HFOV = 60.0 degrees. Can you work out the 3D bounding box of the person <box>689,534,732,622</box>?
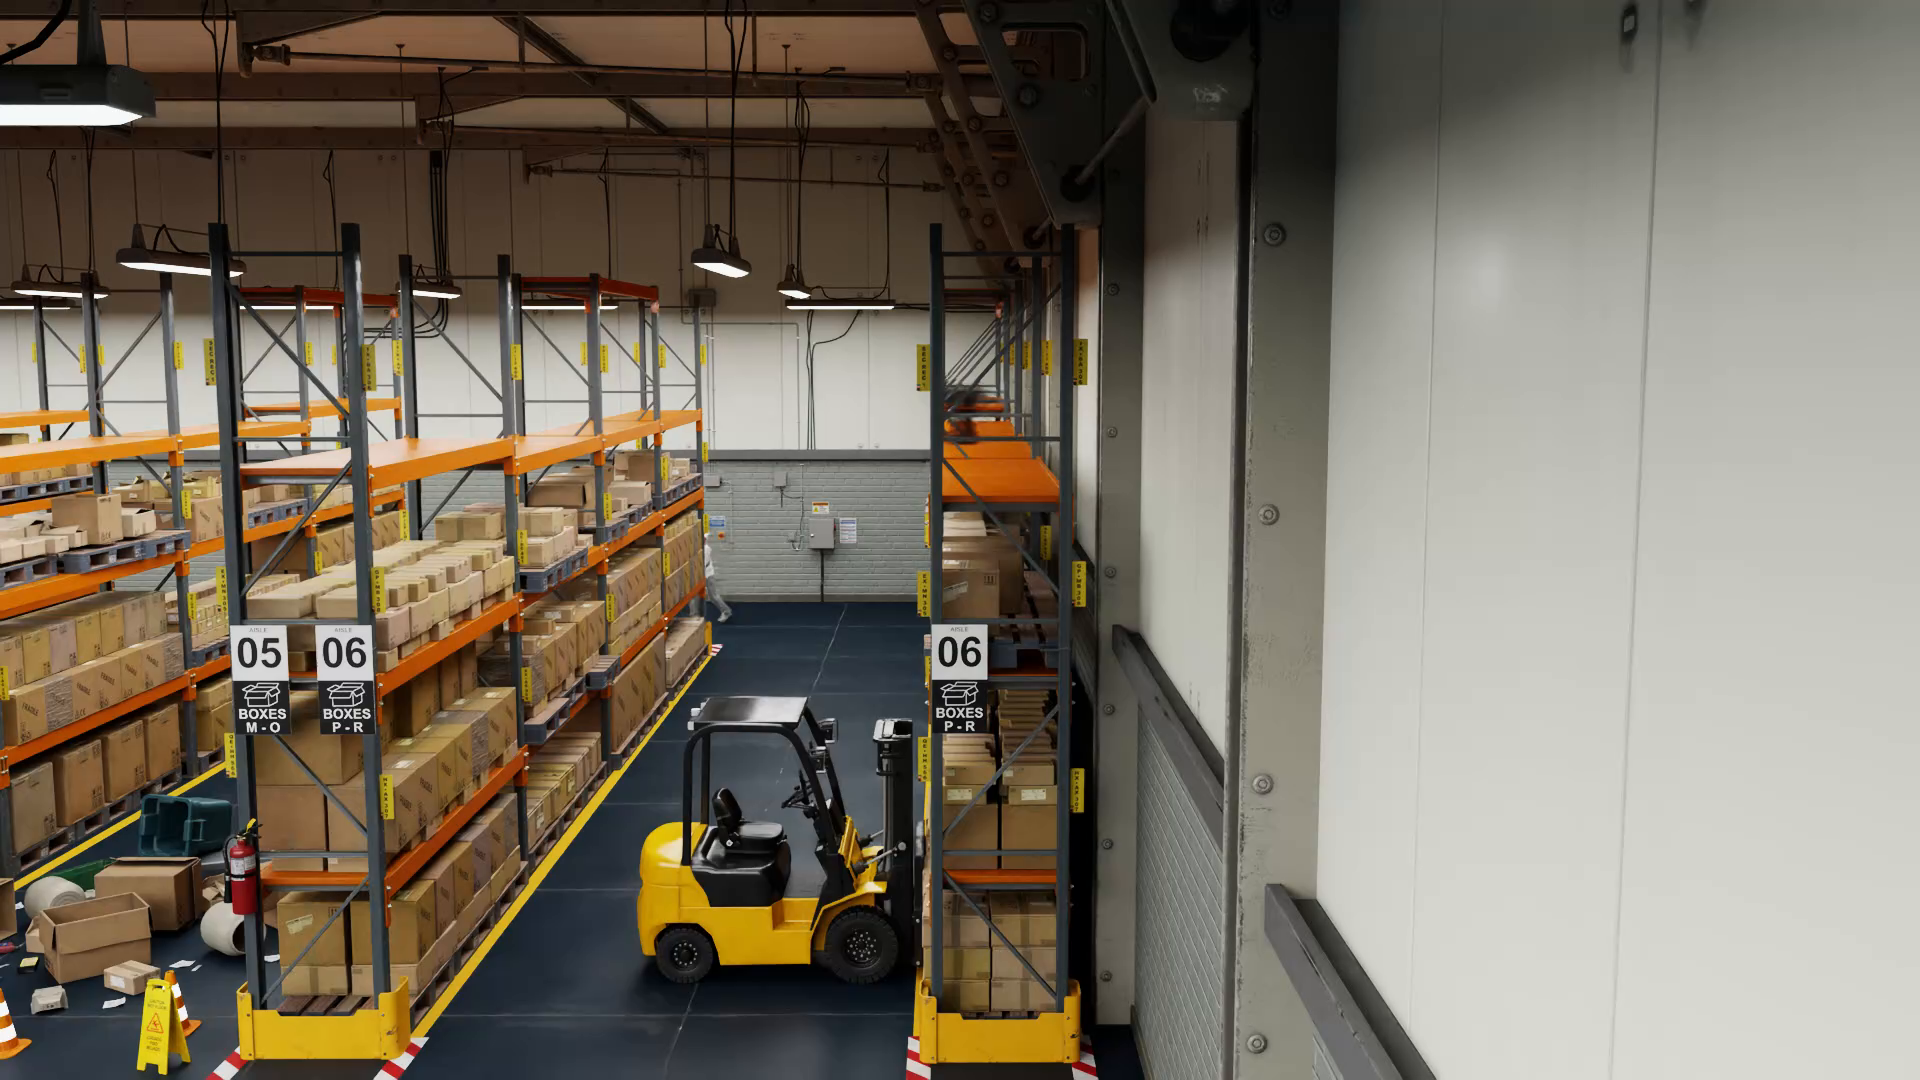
[{"bbox_3d":[-4.700,0.696,30.824,0.880,1.823,0.697,-3,7,-27],"label":"person"}]
